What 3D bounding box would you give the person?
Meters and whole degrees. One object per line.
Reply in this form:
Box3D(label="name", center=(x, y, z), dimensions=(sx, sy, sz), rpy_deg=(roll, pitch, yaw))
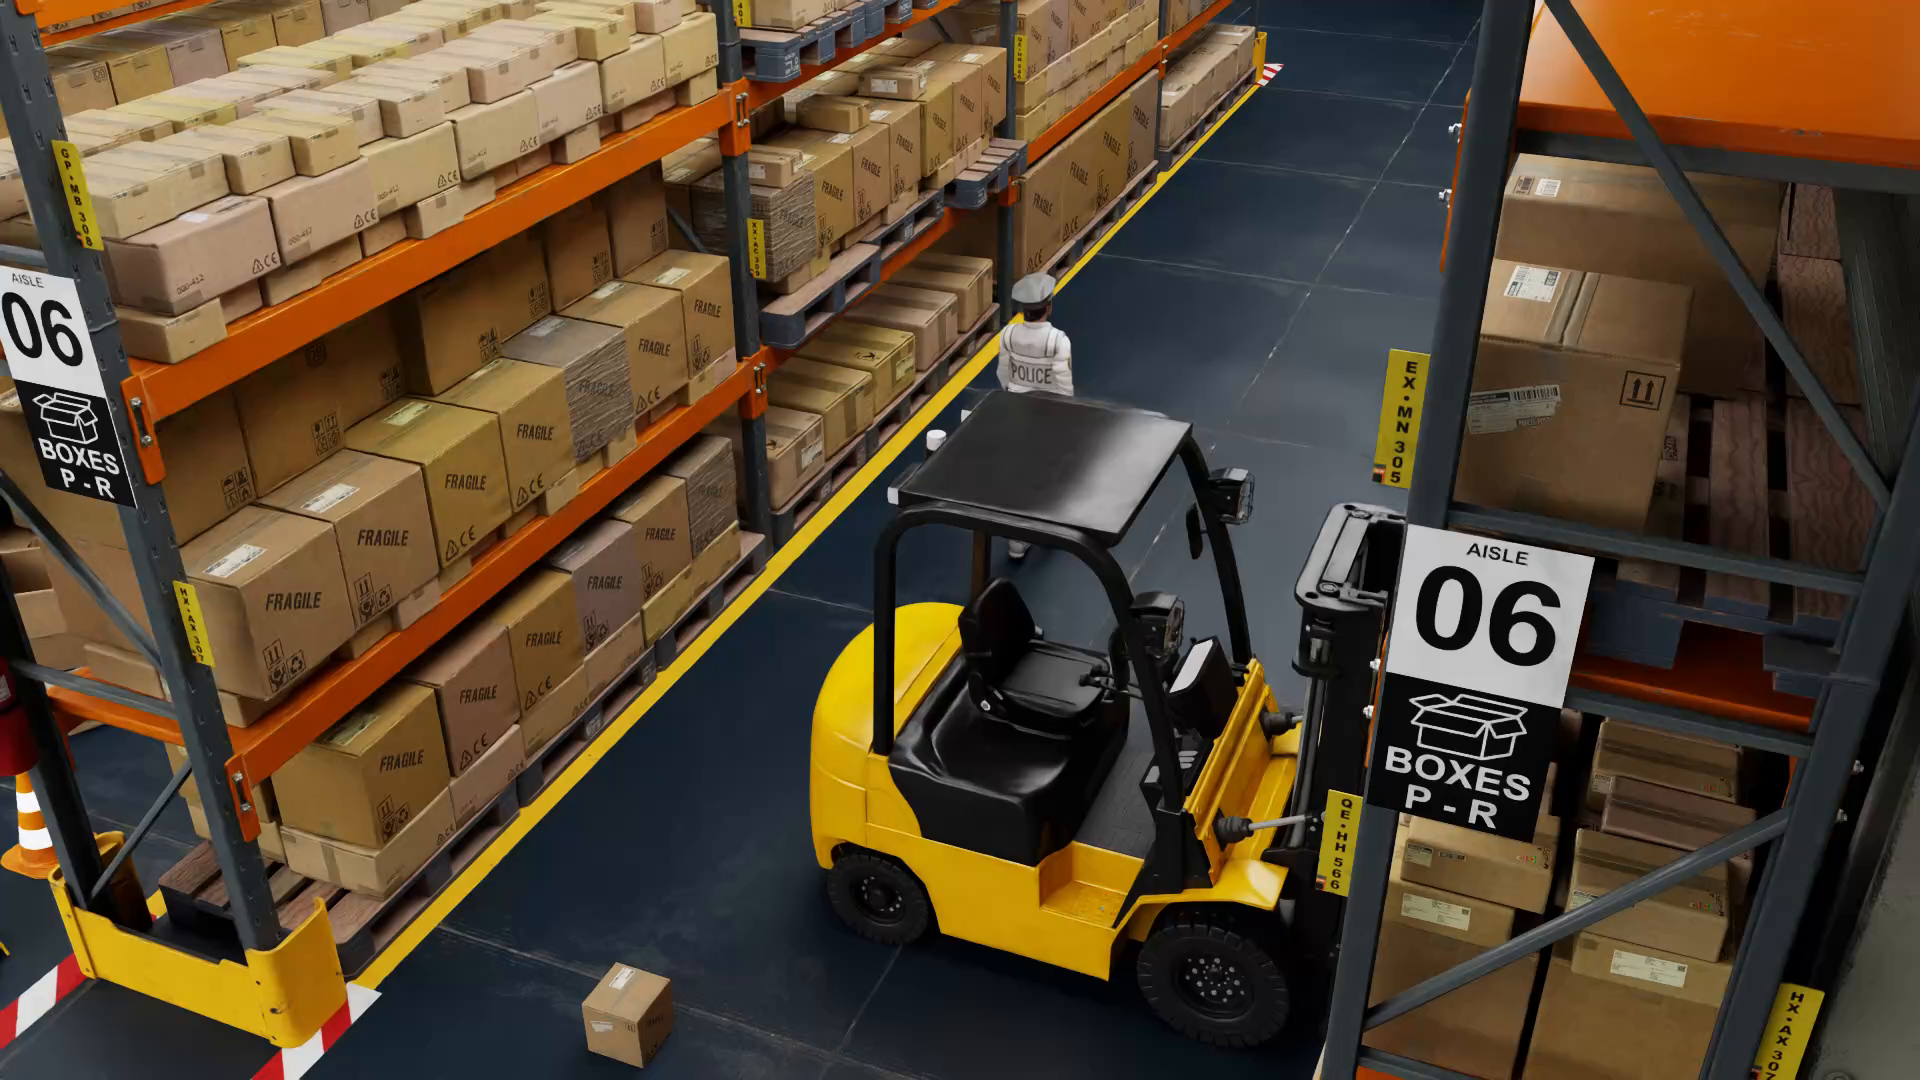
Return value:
Box3D(label="person", center=(0.446, -0.716, 9.640), dimensions=(0.497, 1.737, 0.660), rpy_deg=(10, 31, 16))
